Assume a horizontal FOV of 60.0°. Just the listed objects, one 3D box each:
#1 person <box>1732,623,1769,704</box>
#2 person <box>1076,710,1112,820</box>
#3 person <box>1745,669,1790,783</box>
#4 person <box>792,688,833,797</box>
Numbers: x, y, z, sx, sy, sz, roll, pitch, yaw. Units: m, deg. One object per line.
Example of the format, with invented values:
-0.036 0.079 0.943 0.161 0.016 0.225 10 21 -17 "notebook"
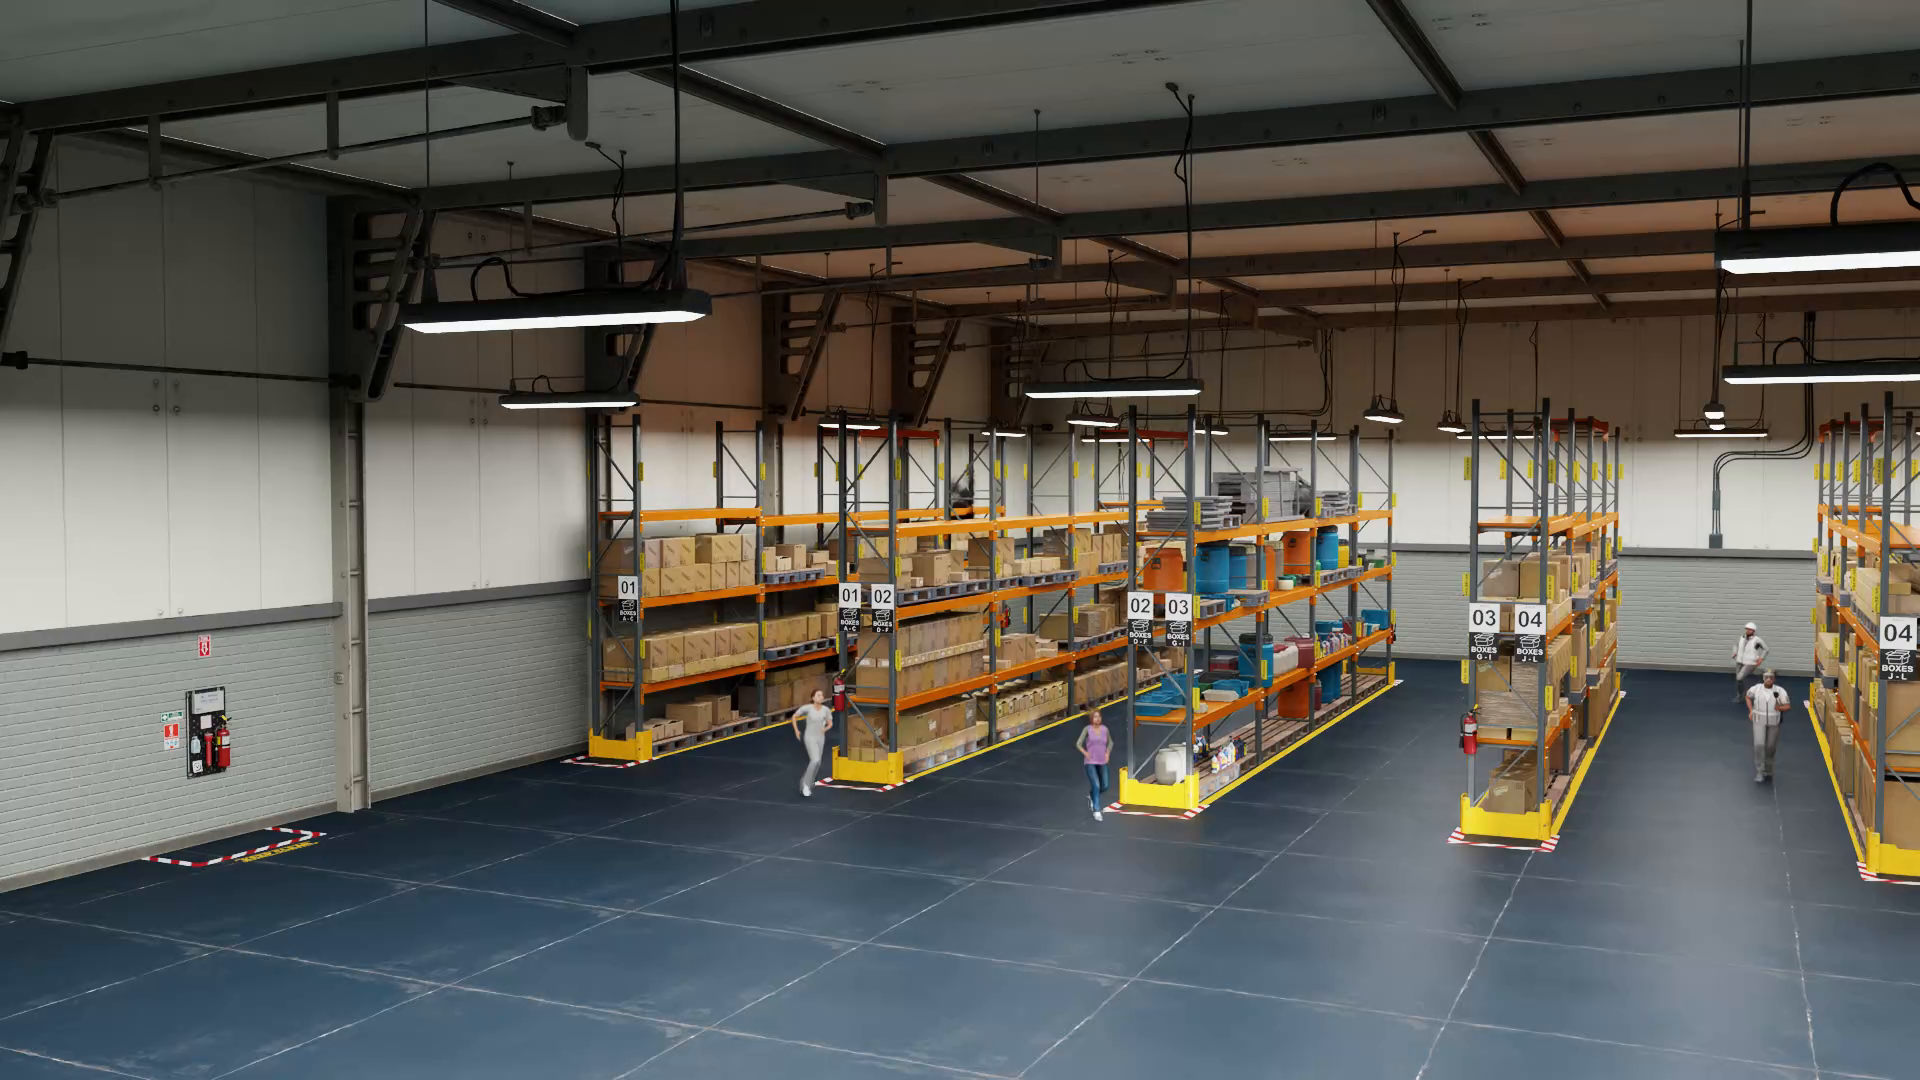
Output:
16.977 2.669 35.867 0.678 1.783 0.728 -1 3 -28 "person"
1.961 3.248 24.085 0.561 1.582 0.537 -1 2 -17 "person"
13.162 3.004 27.101 0.648 1.844 0.851 1 3 22 "person"
-2.244 3.126 25.728 0.569 1.641 0.624 -2 3 -36 "person"
